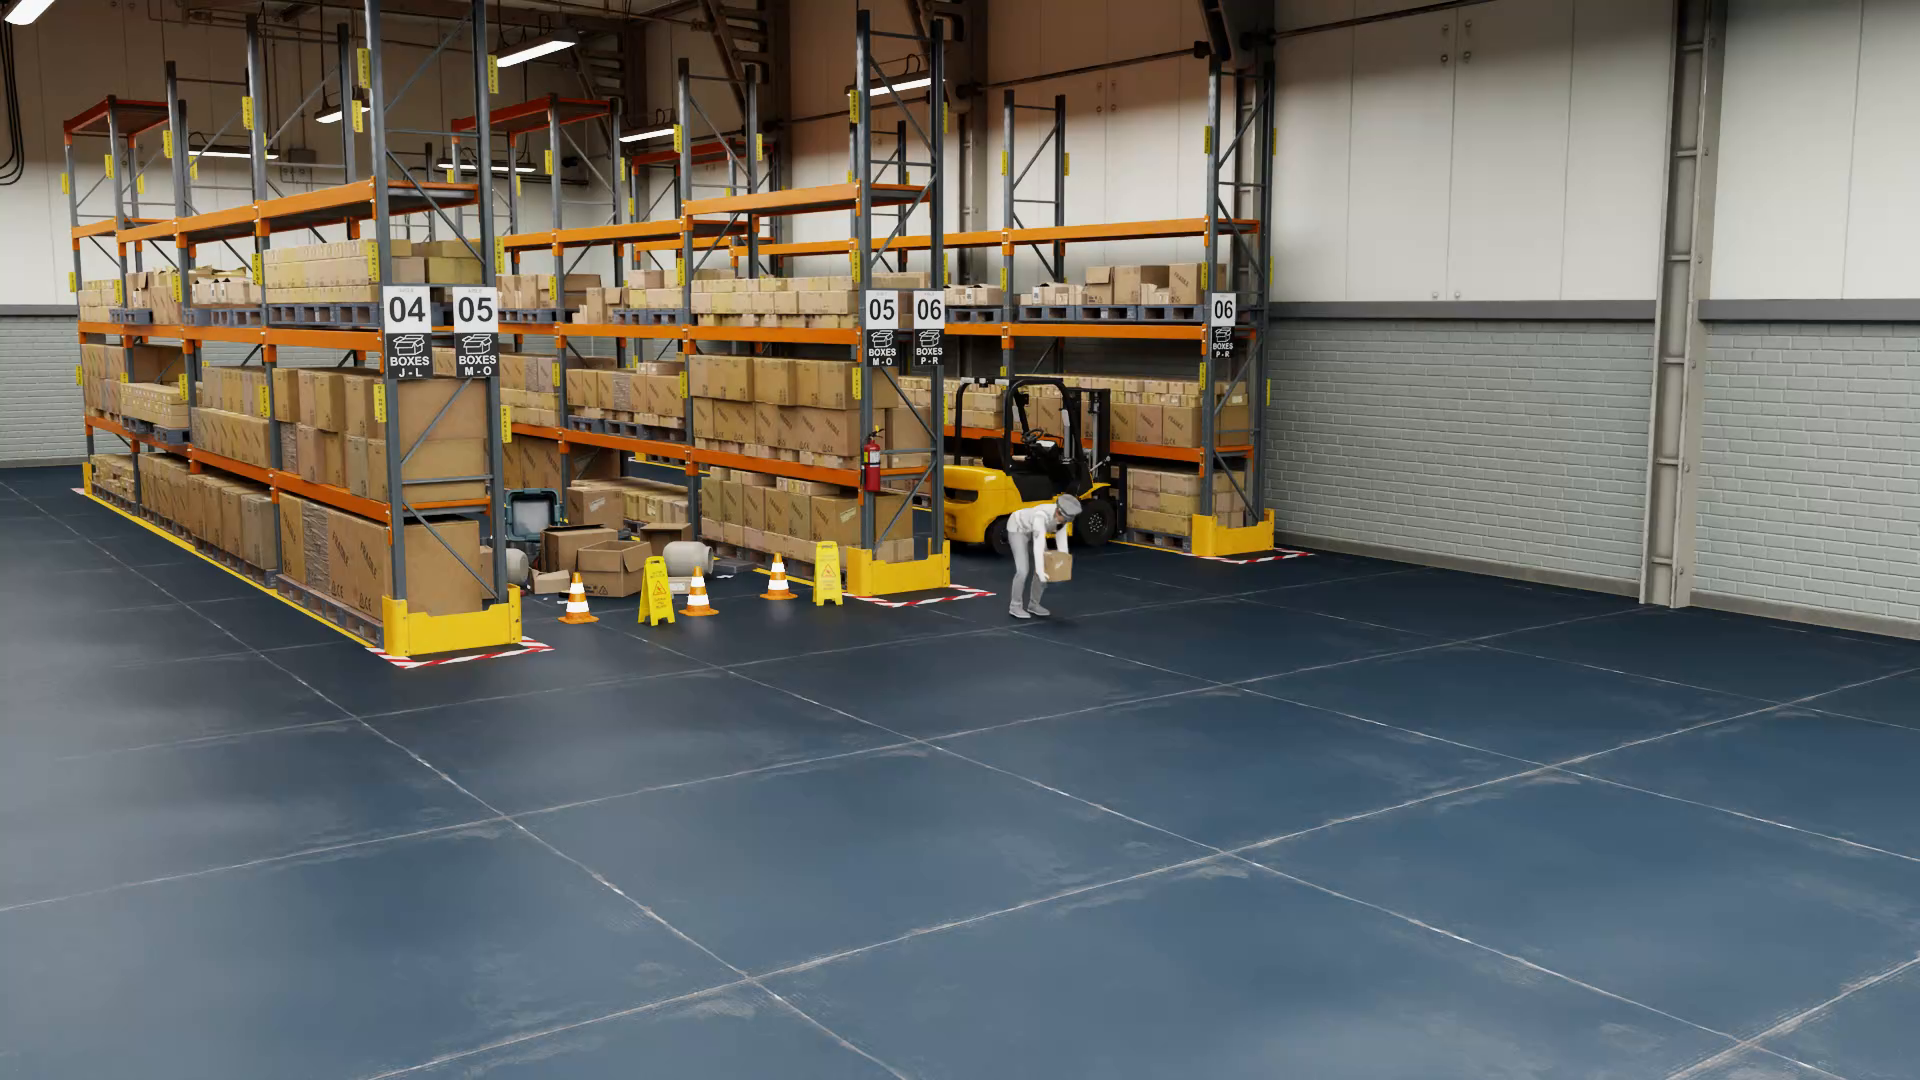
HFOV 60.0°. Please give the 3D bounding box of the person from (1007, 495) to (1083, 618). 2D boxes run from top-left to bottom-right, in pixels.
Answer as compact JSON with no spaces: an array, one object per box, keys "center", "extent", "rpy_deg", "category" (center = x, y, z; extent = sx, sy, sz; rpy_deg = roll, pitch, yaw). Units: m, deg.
[{"center":[0.829,0.156,16.210],"extent":[0.411,1.251,0.906],"rpy_deg":[-6,10,-37],"category":"person"}]
